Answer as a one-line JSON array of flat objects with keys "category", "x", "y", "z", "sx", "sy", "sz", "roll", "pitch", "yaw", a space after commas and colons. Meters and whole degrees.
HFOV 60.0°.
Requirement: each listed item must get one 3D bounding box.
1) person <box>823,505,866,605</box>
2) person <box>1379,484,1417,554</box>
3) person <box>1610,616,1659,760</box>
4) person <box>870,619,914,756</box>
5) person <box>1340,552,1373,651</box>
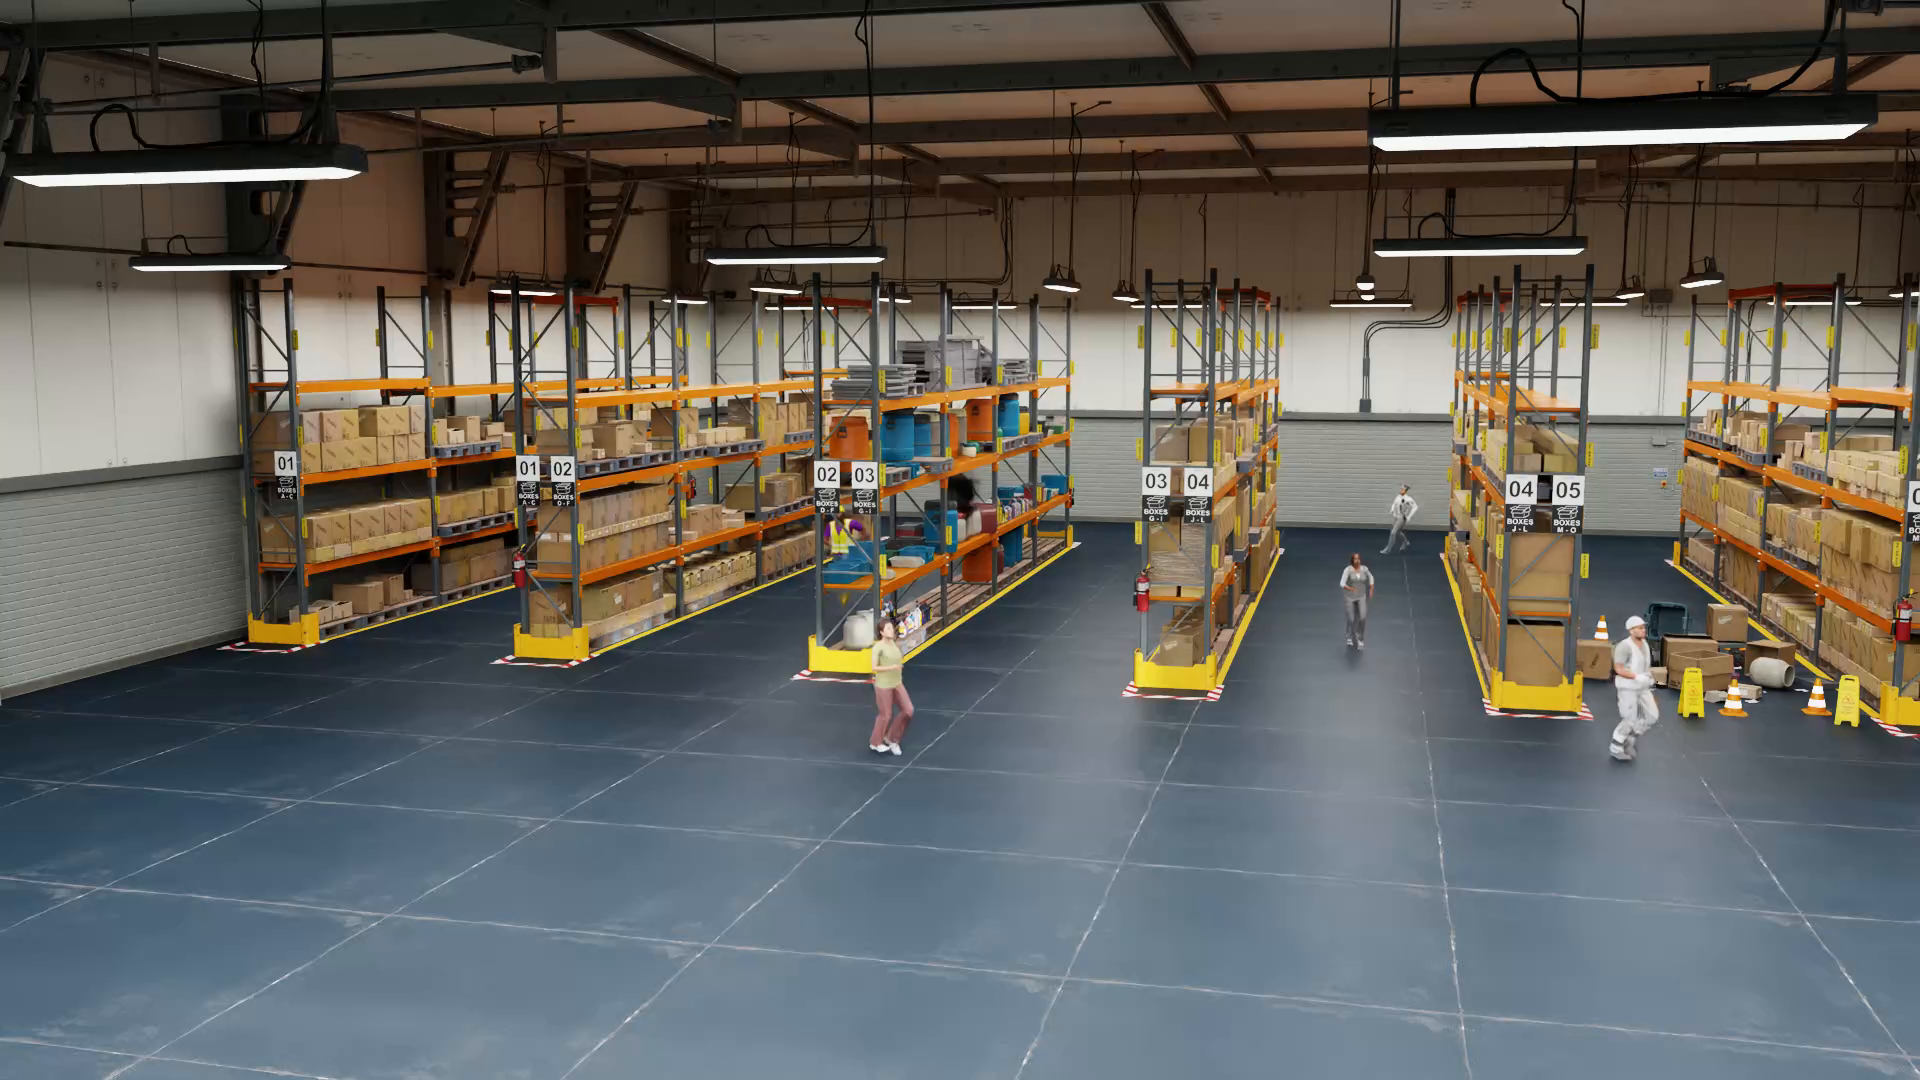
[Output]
[{"category": "person", "x": -2.111, "y": 0.266, "z": 29.974, "sx": 0.715, "sy": 1.799, "sz": 0.830, "roll": 2, "pitch": 7, "yaw": 18}, {"category": "person", "x": 10.313, "y": -0.501, "z": 38.924, "sx": 0.925, "sy": 1.661, "sz": 0.676, "roll": -3, "pitch": 7, "yaw": -24}, {"category": "person", "x": 8.030, "y": 1.765, "z": 19.695, "sx": 0.685, "sy": 1.742, "sz": 0.621, "roll": -4, "pitch": 8, "yaw": -29}, {"category": "person", "x": -0.842, "y": 1.785, "z": 20.047, "sx": 0.620, "sy": 1.678, "sz": 0.561, "roll": 6, "pitch": 9, "yaw": 41}, {"category": "person", "x": 6.426, "y": 0.999, "z": 26.929, "sx": 0.566, "sy": 1.624, "sz": 0.670, "roll": 1, "pitch": 7, "yaw": 4}]
